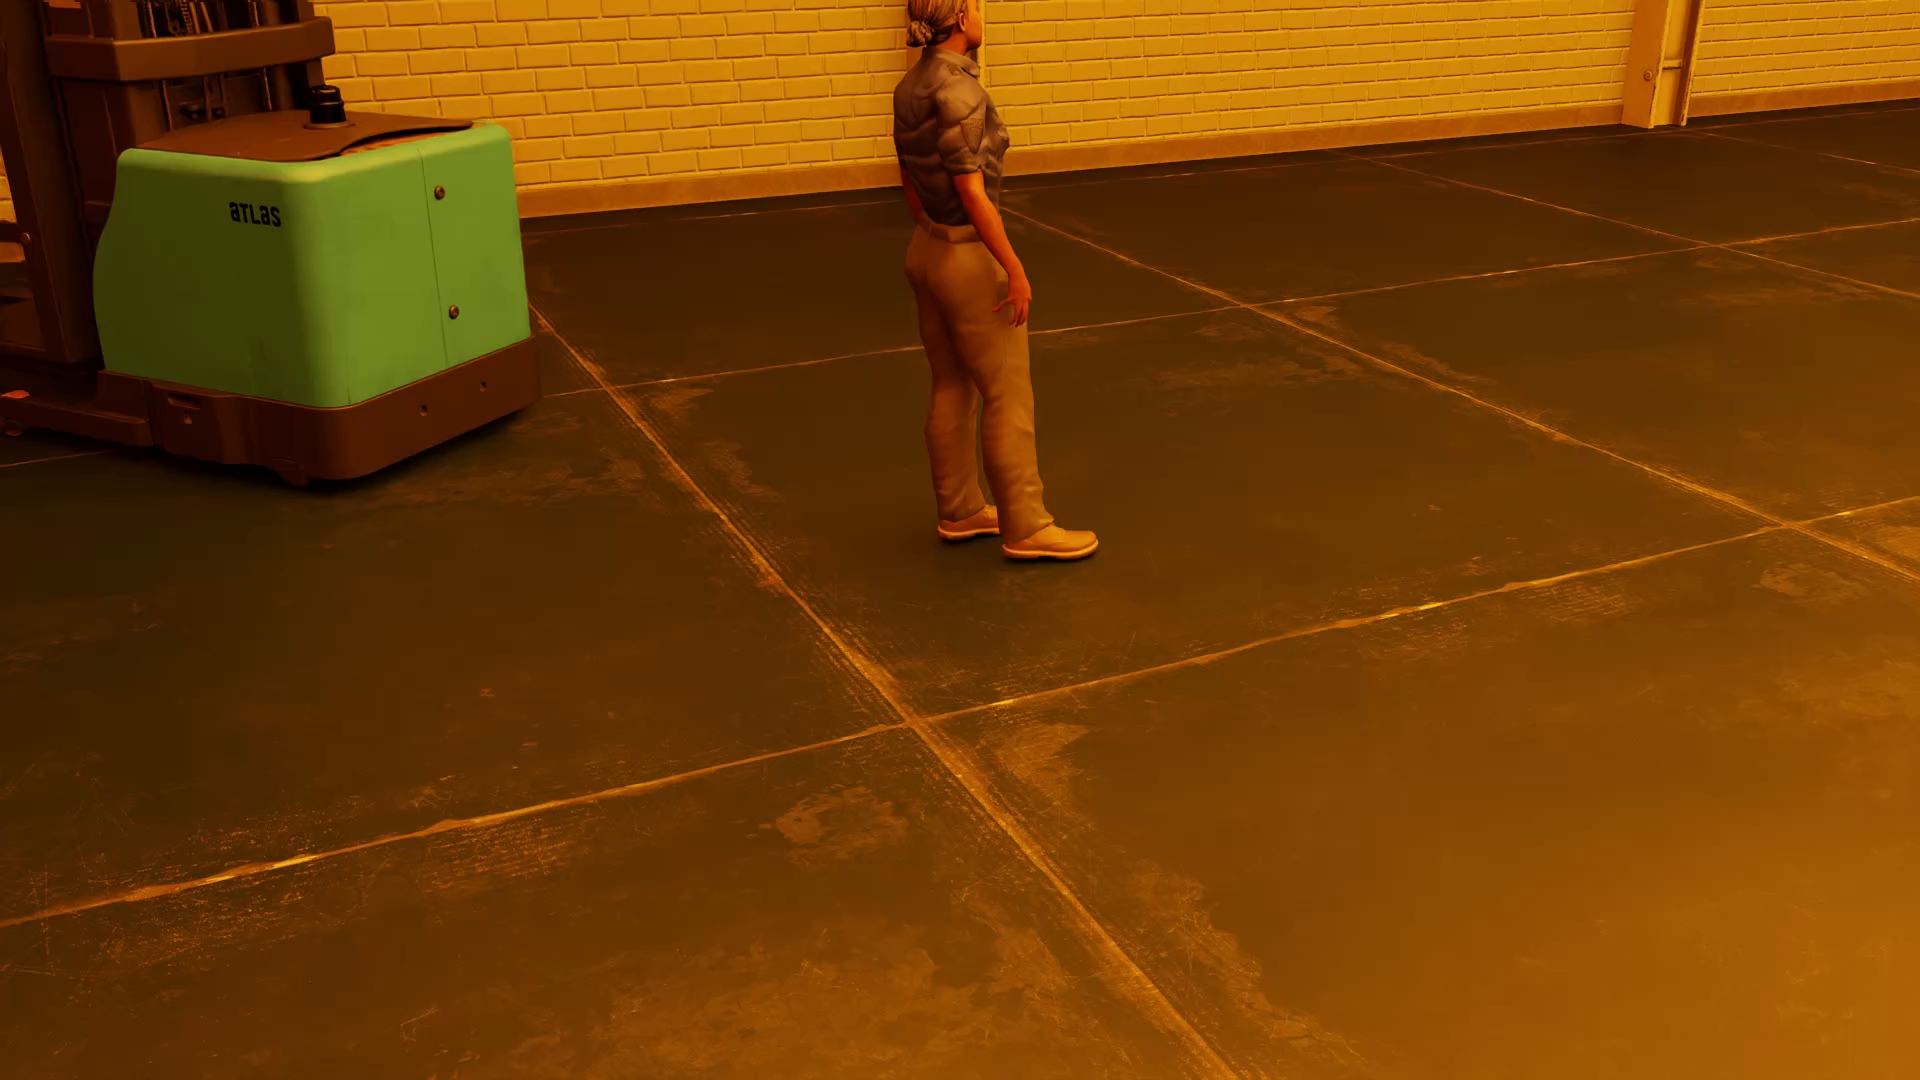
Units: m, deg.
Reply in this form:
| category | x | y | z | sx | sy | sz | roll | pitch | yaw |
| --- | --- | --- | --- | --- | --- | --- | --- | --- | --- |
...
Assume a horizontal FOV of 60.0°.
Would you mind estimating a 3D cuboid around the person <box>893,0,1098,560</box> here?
| category | x | y | z | sx | sy | sz | roll | pitch | yaw |
| --- | --- | --- | --- | --- | --- | --- | --- | --- | --- |
| person | 0.088 | -0.778 | 4.804 | 0.504 | 1.654 | 0.570 | -10 | 25 | -23 |

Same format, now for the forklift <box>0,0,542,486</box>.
| category | x | y | z | sx | sy | sz | roll | pitch | yaw |
| --- | --- | --- | --- | --- | --- | --- | --- | --- | --- |
| forklift | -3.115 | -1.898 | 5.855 | 3.031 | 2.935 | 1.130 | 10 | 25 | 23 |
